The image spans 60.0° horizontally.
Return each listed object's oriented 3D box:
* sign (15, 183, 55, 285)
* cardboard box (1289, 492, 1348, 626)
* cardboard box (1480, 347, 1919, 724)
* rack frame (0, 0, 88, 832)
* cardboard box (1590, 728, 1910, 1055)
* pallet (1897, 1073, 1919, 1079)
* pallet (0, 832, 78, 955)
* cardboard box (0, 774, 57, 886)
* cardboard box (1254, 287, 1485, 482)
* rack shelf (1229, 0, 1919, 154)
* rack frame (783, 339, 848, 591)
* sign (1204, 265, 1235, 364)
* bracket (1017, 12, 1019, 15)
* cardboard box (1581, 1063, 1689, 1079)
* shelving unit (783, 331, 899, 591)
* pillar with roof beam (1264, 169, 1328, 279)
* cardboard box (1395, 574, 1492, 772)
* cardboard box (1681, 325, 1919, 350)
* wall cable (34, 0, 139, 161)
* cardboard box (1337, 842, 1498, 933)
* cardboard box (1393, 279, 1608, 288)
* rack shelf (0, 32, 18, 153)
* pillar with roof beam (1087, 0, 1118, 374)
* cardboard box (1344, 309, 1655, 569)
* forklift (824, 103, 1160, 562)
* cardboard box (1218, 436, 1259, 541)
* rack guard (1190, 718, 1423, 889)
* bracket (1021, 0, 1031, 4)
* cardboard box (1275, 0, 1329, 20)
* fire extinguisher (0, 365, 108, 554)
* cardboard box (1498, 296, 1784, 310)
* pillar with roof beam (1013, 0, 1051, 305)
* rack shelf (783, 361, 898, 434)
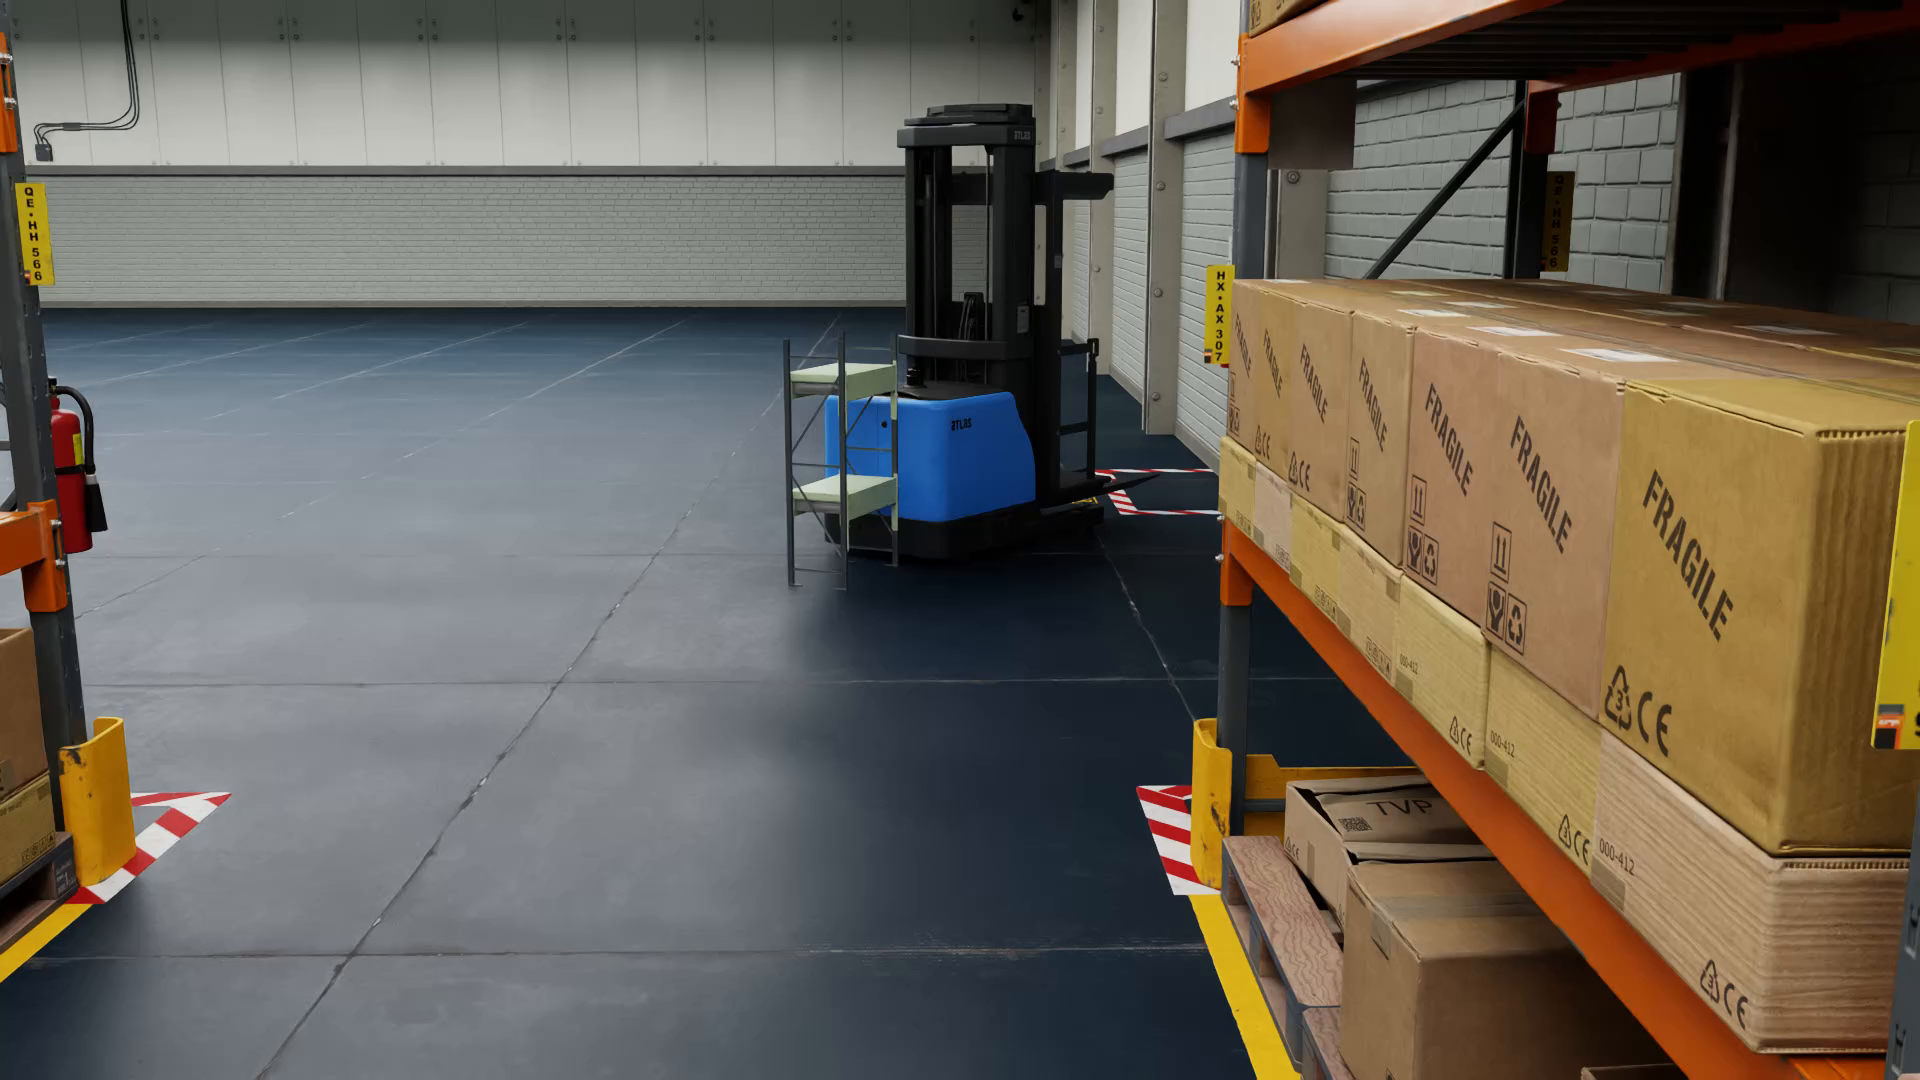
[{"bbox_3d":[-3.000,-0.990,5.389,0.100,0.325,0.005,0,11,-1],"label":"sign"},{"bbox_3d":[1.132,0.038,4.154,0.500,0.250,0.500,0,11,-2],"label":"cardboard box"},{"bbox_3d":[1.157,-0.029,2.599,0.500,0.500,0.500,0,11,-1],"label":"cardboard box"},{"bbox_3d":[-3.543,-0.307,5.530,1.000,3.000,0.127,0,11,-1],"label":"rack frame"},{"bbox_3d":[1.179,0.437,2.185,0.500,0.250,0.500,0,11,-1],"label":"cardboard box"},{"bbox_3d":[1.362,0.713,0.982,1.003,0.211,1.213,0,11,-1],"label":"pallet"},{"bbox_3d":[-3.485,1.211,5.059,1.003,0.211,1.213,0,11,-1],"label":"pallet"},{"bbox_3d":[-3.237,0.940,5.242,0.500,0.250,0.500,0,11,-1],"label":"cardboard box"},{"bbox_3d":[1.119,-0.438,4.614,0.500,0.500,0.500,0,11,-1],"label":"cardboard box"},{"bbox_3d":[1.451,-1.048,3.447,1.077,0.370,4.000,0,11,-1],"label":"rack shelf"},{"bbox_3d":[-0.865,-0.443,9.973,0.400,1.500,0.023,5,12,22],"label":"rack frame"},{"bbox_3d":[0.867,-0.750,5.537,0.100,0.325,0.005,0,11,-1],"label":"sign"},{"bbox_3d":[1.269,-11.295,35.549,0.076,0.066,3.189,0,11,-1],"label":"bracket"},{"bbox_3d":[1.431,1.270,2.935,0.500,0.500,0.500,-1,12,-5],"label":"cardboard box"},{"bbox_3d":[-0.724,-0.511,10.304,0.431,1.500,0.755,5,12,22],"label":"shelving unit"},{"bbox_3d":[-2.139,-4.308,10.161,9.100,9.000,0.400,0,11,-1],"label":"pillar with roof beam"},{"bbox_3d":[1.151,0.238,3.166,0.500,0.250,0.500,0,11,-1],"label":"cardboard box"},{"bbox_3d":[1.680,-0.133,3.113,0.500,0.500,0.500,0,11,0],"label":"cardboard box"},{"bbox_3d":[-19.071,-11.261,35.878,2.305,6.003,0.169,0,11,-1],"label":"wall cable"},{"bbox_3d":[1.346,1.025,4.619,0.500,0.311,0.500,1,11,4],"label":"cardboard box"},{"bbox_3d":[1.632,-0.539,5.115,0.500,0.500,0.500,0,11,-2],"label":"cardboard box"},{"bbox_3d":[-3.502,-1.027,3.344,1.077,0.370,4.000,0,11,-1],"label":"rack shelf"},{"bbox_3d":[-2.387,-6.693,21.919,9.100,9.000,0.400,0,11,-1],"label":"pillar with roof beam"},{"bbox_3d":[1.146,-0.233,3.602,0.500,0.500,0.500,0,11,1],"label":"cardboard box"},{"bbox_3d":[0.382,-1.536,11.759,1.130,2.935,3.031,9,14,36],"label":"forklift"},{"bbox_3d":[1.102,-0.166,5.162,0.500,0.250,0.500,-1,11,-3],"label":"cardboard box"},{"bbox_3d":[1.411,0.912,5.808,1.175,0.500,0.348,0,11,-1],"label":"rack guard"},{"bbox_3d":[1.323,-10.777,32.992,0.235,0.232,0.430,0,11,-1],"label":"bracket"},{"bbox_3d":[1.142,-1.683,4.464,0.500,0.500,0.500,1,11,3],"label":"cardboard box"},{"bbox_3d":[-3.081,-0.295,5.663,0.296,0.674,0.183,0,11,-1],"label":"fire extinguisher"},{"bbox_3d":[1.647,-0.337,4.115,0.500,0.500,0.500,-1,11,-3],"label":"cardboard box"},{"bbox_3d":[-2.635,-9.079,33.677,9.100,9.000,0.548,0,11,-1],"label":"pillar with roof beam"},{"bbox_3d":[-0.724,-0.893,10.226,0.431,0.370,0.720,5,12,22],"label":"rack shelf"}]
